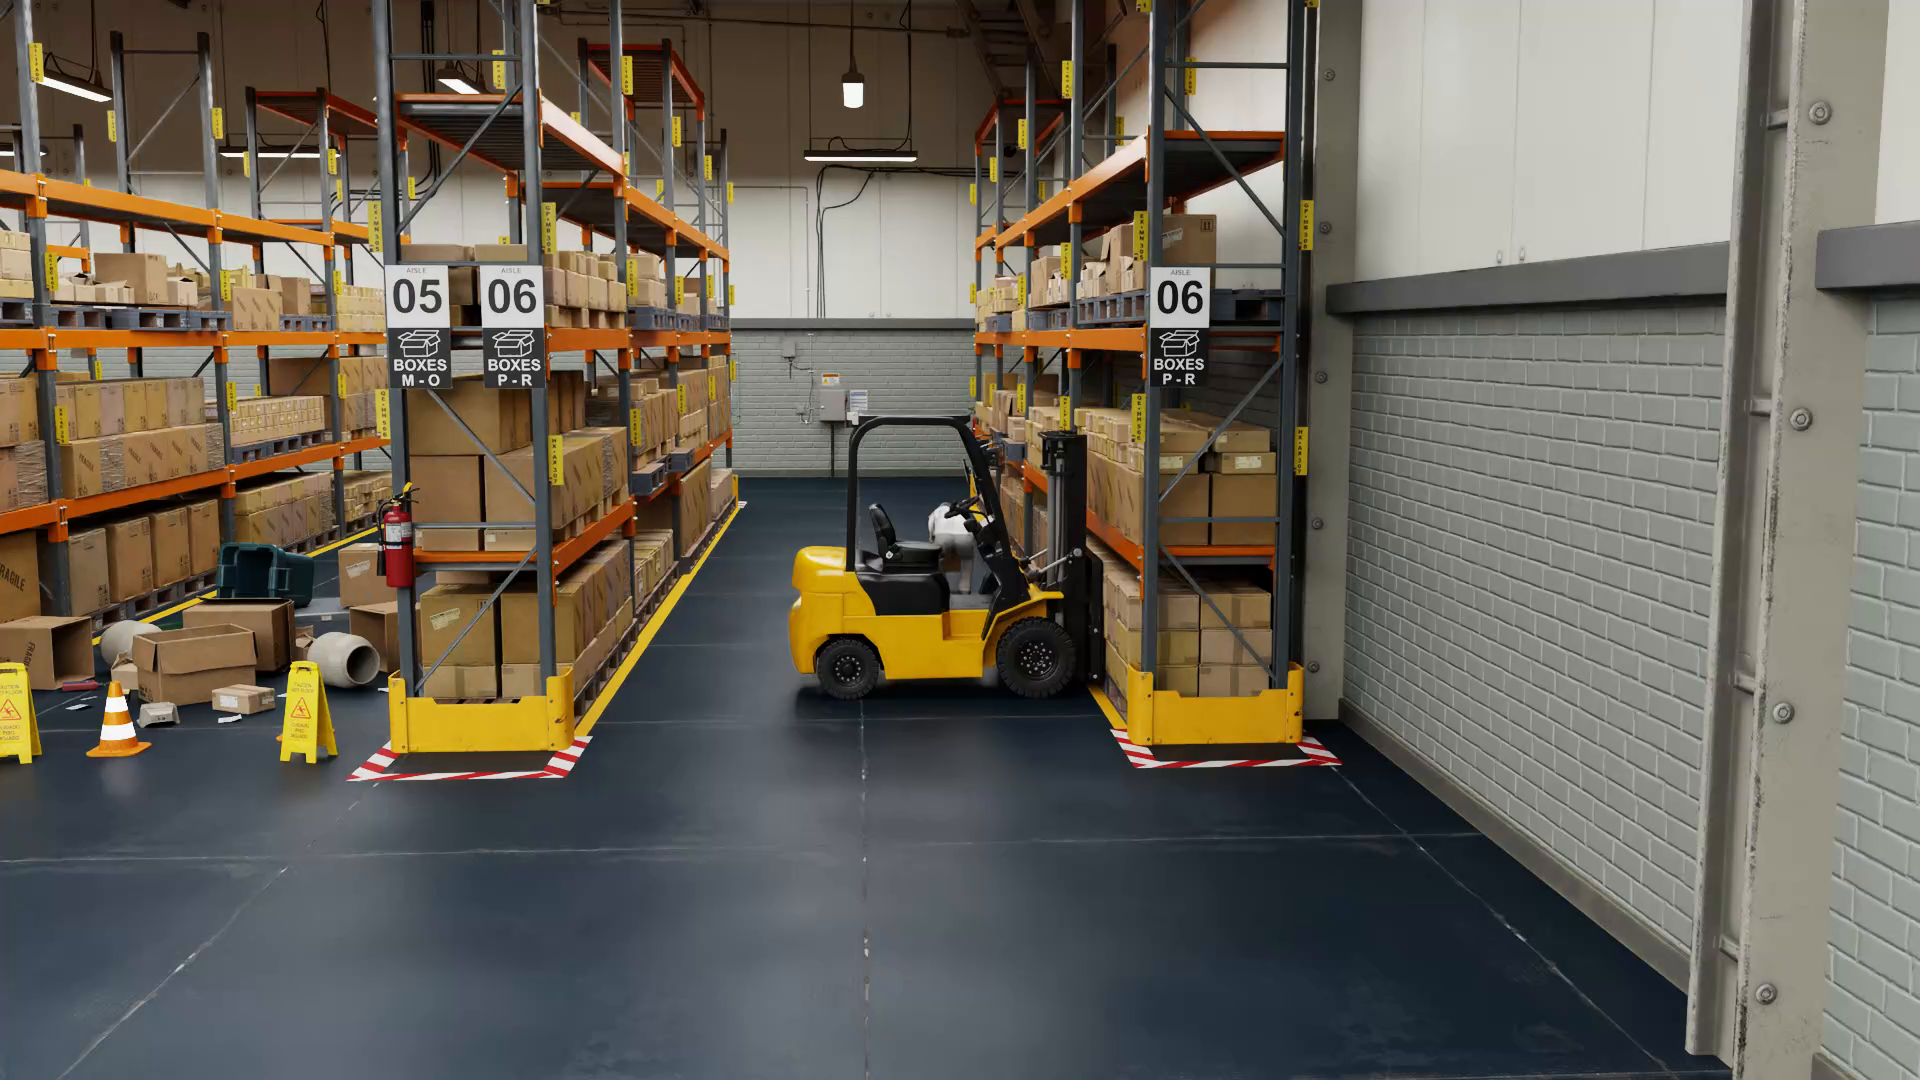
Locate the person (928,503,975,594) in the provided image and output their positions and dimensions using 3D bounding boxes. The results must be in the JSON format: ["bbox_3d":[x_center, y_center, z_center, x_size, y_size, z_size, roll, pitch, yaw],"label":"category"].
[{"bbox_3d":[-0.100,0.114,17.715,0.521,0.966,0.935,-1,7,-5],"label":"person"}]
